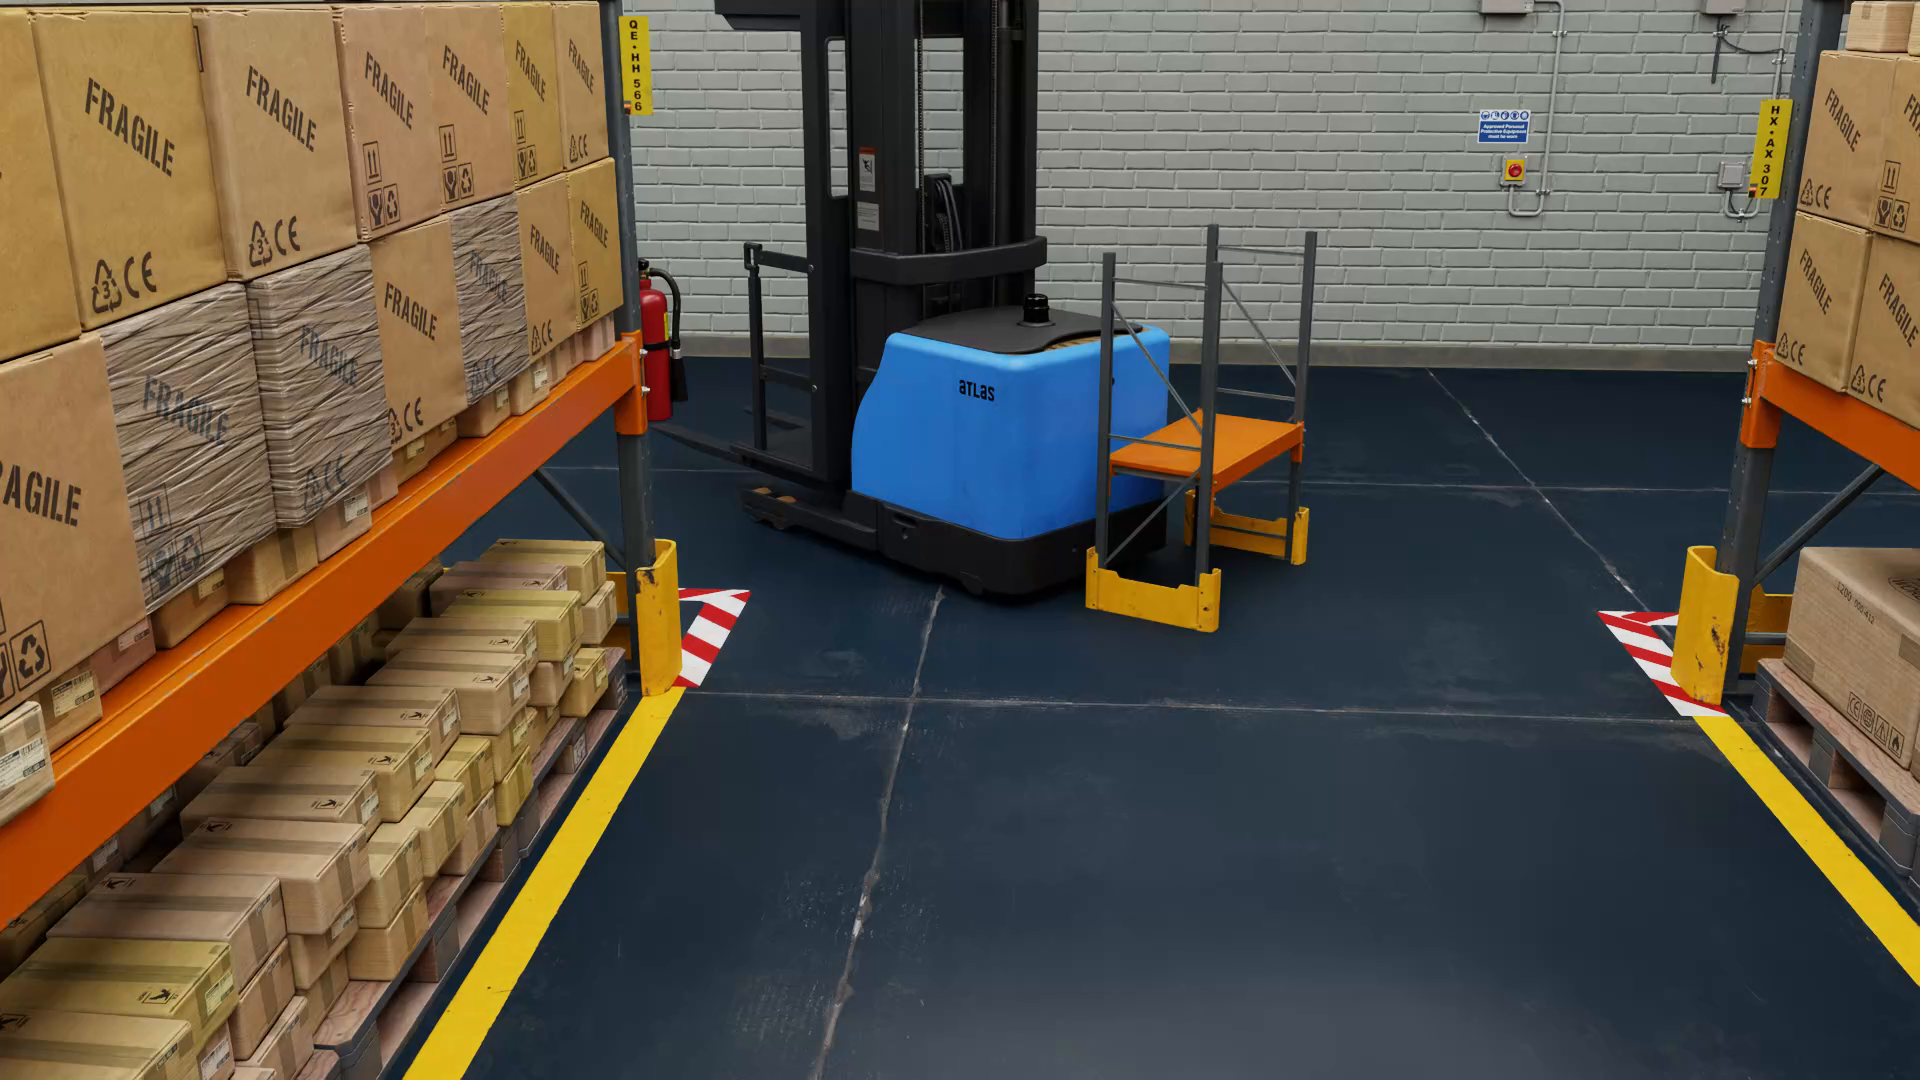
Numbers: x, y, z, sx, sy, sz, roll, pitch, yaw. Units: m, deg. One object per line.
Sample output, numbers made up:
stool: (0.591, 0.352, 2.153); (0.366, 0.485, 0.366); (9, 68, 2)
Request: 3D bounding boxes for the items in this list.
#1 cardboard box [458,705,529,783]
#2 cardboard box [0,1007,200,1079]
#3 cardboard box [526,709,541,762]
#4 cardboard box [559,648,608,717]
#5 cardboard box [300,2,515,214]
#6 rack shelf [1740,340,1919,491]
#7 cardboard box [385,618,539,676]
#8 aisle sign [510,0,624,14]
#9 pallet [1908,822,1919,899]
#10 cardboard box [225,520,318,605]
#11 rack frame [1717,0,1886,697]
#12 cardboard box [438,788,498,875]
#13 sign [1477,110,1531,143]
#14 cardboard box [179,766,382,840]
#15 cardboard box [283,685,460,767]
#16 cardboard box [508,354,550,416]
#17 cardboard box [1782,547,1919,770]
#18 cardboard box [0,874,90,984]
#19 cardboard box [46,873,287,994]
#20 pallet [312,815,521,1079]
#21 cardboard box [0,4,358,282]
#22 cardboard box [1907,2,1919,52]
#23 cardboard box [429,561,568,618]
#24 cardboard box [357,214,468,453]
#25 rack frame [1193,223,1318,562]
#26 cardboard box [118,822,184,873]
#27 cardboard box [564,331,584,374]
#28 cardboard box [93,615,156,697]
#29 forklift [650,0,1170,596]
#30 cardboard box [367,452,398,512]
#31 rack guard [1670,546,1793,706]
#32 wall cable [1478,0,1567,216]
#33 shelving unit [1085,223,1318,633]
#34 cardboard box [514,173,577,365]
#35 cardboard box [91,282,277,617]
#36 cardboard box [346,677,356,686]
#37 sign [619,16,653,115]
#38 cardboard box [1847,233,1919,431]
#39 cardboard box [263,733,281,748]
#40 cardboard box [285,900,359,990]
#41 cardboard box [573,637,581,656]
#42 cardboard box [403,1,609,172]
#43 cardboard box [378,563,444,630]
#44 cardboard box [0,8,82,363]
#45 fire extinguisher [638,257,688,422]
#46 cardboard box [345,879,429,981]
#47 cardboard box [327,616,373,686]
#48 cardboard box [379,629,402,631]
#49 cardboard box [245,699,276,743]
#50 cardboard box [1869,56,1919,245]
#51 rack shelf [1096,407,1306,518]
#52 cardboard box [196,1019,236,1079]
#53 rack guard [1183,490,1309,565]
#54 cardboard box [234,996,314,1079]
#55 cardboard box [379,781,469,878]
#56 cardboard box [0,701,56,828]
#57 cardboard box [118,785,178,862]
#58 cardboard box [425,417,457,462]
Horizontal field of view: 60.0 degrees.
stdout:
cardboard box: (-1.470, 0.572, 4.787); (0.380, 0.149, 0.250); (2, 18, 5)
cardboard box: (-1.633, 0.993, 3.023); (0.380, 0.149, 0.250); (2, 18, 7)
cardboard box: (-1.513, 0.628, 5.094); (0.380, 0.149, 0.250); (1, 18, 4)
cardboard box: (-1.404, 0.471, 5.574); (0.380, 0.149, 0.250); (2, 18, 6)
cardboard box: (-1.506, -1.132, 4.317); (0.500, 0.500, 0.500); (2, 18, 7)
rack shelf: (3.144, 0.107, 3.934); (1.077, 0.370, 4.000); (1, 18, 4)
cardboard box: (-1.491, 0.347, 4.996); (0.380, 0.149, 0.250); (1, 18, 2)
aisle sign: (-1.352, -2.186, 5.603); (0.394, 0.787, 0.004); (1, 18, 4)
pallet: (3.218, 1.097, 4.235); (1.003, 0.211, 1.213); (1, 18, 4)
cardboard box: (-1.577, 0.019, 3.451); (0.380, 0.149, 0.250); (2, 18, 5)
rack frame: (3.288, -0.856, 5.717); (1.000, 3.000, 0.127); (1, 18, 4)
cardboard box: (-1.509, 0.793, 4.590); (0.380, 0.149, 0.250); (2, 18, 5)
sign: (3.625, -2.756, 11.083); (0.327, 0.218, 0.001); (1, 18, 4)
cardboard box: (-1.631, 0.668, 4.014); (0.380, 0.149, 0.250); (1, 18, 2)
cardboard box: (-1.584, 0.511, 4.496); (0.380, 0.149, 0.250); (1, 18, 2)
cardboard box: (-1.451, -0.474, 4.954); (0.380, 0.149, 0.250); (2, 18, 5)
cardboard box: (3.340, 0.369, 5.419); (0.875, 0.438, 0.875); (1, 18, 2)
cardboard box: (-2.092, 0.827, 3.530); (0.380, 0.149, 0.250); (2, 18, 6)
cardboard box: (-1.668, 0.832, 3.515); (0.380, 0.149, 0.250); (1, 18, 2)
pallet: (-1.846, 1.043, 4.400); (1.003, 0.211, 1.213); (1, 18, 4)
cardboard box: (-1.579, -0.808, 3.329); (0.500, 0.500, 0.500); (2, 18, 5)
cardboard box: (3.038, -1.500, 4.874); (0.380, 0.149, 0.250); (2, 18, 5)
cardboard box: (-1.517, 0.184, 5.491); (0.380, 0.149, 0.250); (2, 18, 5)
cardboard box: (-1.547, -0.506, 4.013); (0.500, 0.500, 0.500); (2, 18, 7)
rack frame: (1.321, -0.655, 7.514); (0.500, 1.500, 0.032); (11, 21, 30)
cardboard box: (-2.075, 0.810, 4.059); (0.380, 0.149, 0.250); (0, 18, 1)
cardboard box: (-1.453, -0.632, 5.437); (0.380, 0.149, 0.250); (1, 18, 4)
cardboard box: (-1.686, 0.180, 2.959); (0.380, 0.149, 0.250); (0, 18, 1)
forklift: (-0.428, -1.537, 7.905); (1.130, 2.935, 3.031); (-16, 24, -40)
cardboard box: (-1.578, -0.148, 3.962); (0.380, 0.149, 0.250); (2, 18, 6)
rack guard: (3.290, 0.325, 6.129); (1.175, 0.500, 0.348); (1, 18, 4)
wall cable: (3.669, -3.105, 10.901); (0.585, 1.953, 0.123); (1, 18, 4)
shelving unit: (1.058, -0.523, 7.111); (0.587, 1.500, 1.083); (11, 21, 30)
cardboard box: (-1.474, -0.819, 4.966); (0.500, 0.500, 0.500); (1, 18, 3)
cardboard box: (-1.628, -0.183, 3.027); (0.500, 0.500, 0.500); (1, 18, 4)
cardboard box: (-2.082, 0.475, 5.082); (0.380, 0.149, 0.250); (2, 18, 6)
sign: (-1.105, -1.617, 5.673); (0.100, 0.325, 0.005); (1, 18, 4)
cardboard box: (2.959, -0.603, 4.785); (0.500, 0.500, 0.500); (1, 18, 3)
cardboard box: (-1.985, 0.645, 4.565); (0.380, 0.149, 0.250); (2, 18, 7)
cardboard box: (-1.623, 0.890, 3.816); (0.380, 0.149, 0.250); (2, 18, 6)
cardboard box: (-1.482, 0.329, 5.527); (0.380, 0.149, 0.250); (1, 18, 3)
cardboard box: (-1.441, -1.451, 5.291); (0.500, 0.500, 0.500); (1, 18, 3)
cardboard box: (-1.933, 0.181, 5.502); (0.380, 0.149, 0.250); (2, 18, 5)
cardboard box: (-1.668, -0.491, 2.361); (0.500, 0.500, 0.500); (2, 18, 5)
fire extinguisher: (-1.178, -0.789, 6.236); (0.296, 0.674, 0.183); (1, 18, 4)
cardboard box: (-1.544, 0.953, 4.102); (0.380, 0.149, 0.250); (1, 18, 2)
cardboard box: (-2.014, 0.335, 5.031); (0.380, 0.149, 0.250); (0, 18, 1)
cardboard box: (-2.026, 0.320, 5.556); (0.380, 0.149, 0.250); (1, 18, 4)
cardboard box: (-2.108, 0.502, 4.522); (0.380, 0.149, 0.250); (2, 18, 5)
cardboard box: (2.939, -1.075, 4.620); (0.500, 0.500, 0.500); (1, 18, 2)
rack shelf: (1.053, -0.350, 7.160); (0.538, 0.185, 1.000); (11, 21, 30)
cardboard box: (-1.688, 1.059, 3.301); (0.380, 0.149, 0.250); (1, 18, 4)
rack guard: (1.321, -0.061, 7.708); (0.587, 0.250, 0.087); (11, 21, 30)
cardboard box: (-1.643, 1.116, 3.605); (0.380, 0.149, 0.250); (1, 18, 3)
cardboard box: (-1.499, 0.737, 4.282); (0.380, 0.149, 0.250); (1, 18, 4)
cardboard box: (-1.597, 0.346, 2.453); (0.380, 0.149, 0.250); (2, 18, 6)
cardboard box: (-2.157, 0.657, 4.050); (0.380, 0.149, 0.250); (1, 18, 2)
cardboard box: (-1.578, -0.310, 4.455); (0.380, 0.149, 0.250); (1, 18, 2)
